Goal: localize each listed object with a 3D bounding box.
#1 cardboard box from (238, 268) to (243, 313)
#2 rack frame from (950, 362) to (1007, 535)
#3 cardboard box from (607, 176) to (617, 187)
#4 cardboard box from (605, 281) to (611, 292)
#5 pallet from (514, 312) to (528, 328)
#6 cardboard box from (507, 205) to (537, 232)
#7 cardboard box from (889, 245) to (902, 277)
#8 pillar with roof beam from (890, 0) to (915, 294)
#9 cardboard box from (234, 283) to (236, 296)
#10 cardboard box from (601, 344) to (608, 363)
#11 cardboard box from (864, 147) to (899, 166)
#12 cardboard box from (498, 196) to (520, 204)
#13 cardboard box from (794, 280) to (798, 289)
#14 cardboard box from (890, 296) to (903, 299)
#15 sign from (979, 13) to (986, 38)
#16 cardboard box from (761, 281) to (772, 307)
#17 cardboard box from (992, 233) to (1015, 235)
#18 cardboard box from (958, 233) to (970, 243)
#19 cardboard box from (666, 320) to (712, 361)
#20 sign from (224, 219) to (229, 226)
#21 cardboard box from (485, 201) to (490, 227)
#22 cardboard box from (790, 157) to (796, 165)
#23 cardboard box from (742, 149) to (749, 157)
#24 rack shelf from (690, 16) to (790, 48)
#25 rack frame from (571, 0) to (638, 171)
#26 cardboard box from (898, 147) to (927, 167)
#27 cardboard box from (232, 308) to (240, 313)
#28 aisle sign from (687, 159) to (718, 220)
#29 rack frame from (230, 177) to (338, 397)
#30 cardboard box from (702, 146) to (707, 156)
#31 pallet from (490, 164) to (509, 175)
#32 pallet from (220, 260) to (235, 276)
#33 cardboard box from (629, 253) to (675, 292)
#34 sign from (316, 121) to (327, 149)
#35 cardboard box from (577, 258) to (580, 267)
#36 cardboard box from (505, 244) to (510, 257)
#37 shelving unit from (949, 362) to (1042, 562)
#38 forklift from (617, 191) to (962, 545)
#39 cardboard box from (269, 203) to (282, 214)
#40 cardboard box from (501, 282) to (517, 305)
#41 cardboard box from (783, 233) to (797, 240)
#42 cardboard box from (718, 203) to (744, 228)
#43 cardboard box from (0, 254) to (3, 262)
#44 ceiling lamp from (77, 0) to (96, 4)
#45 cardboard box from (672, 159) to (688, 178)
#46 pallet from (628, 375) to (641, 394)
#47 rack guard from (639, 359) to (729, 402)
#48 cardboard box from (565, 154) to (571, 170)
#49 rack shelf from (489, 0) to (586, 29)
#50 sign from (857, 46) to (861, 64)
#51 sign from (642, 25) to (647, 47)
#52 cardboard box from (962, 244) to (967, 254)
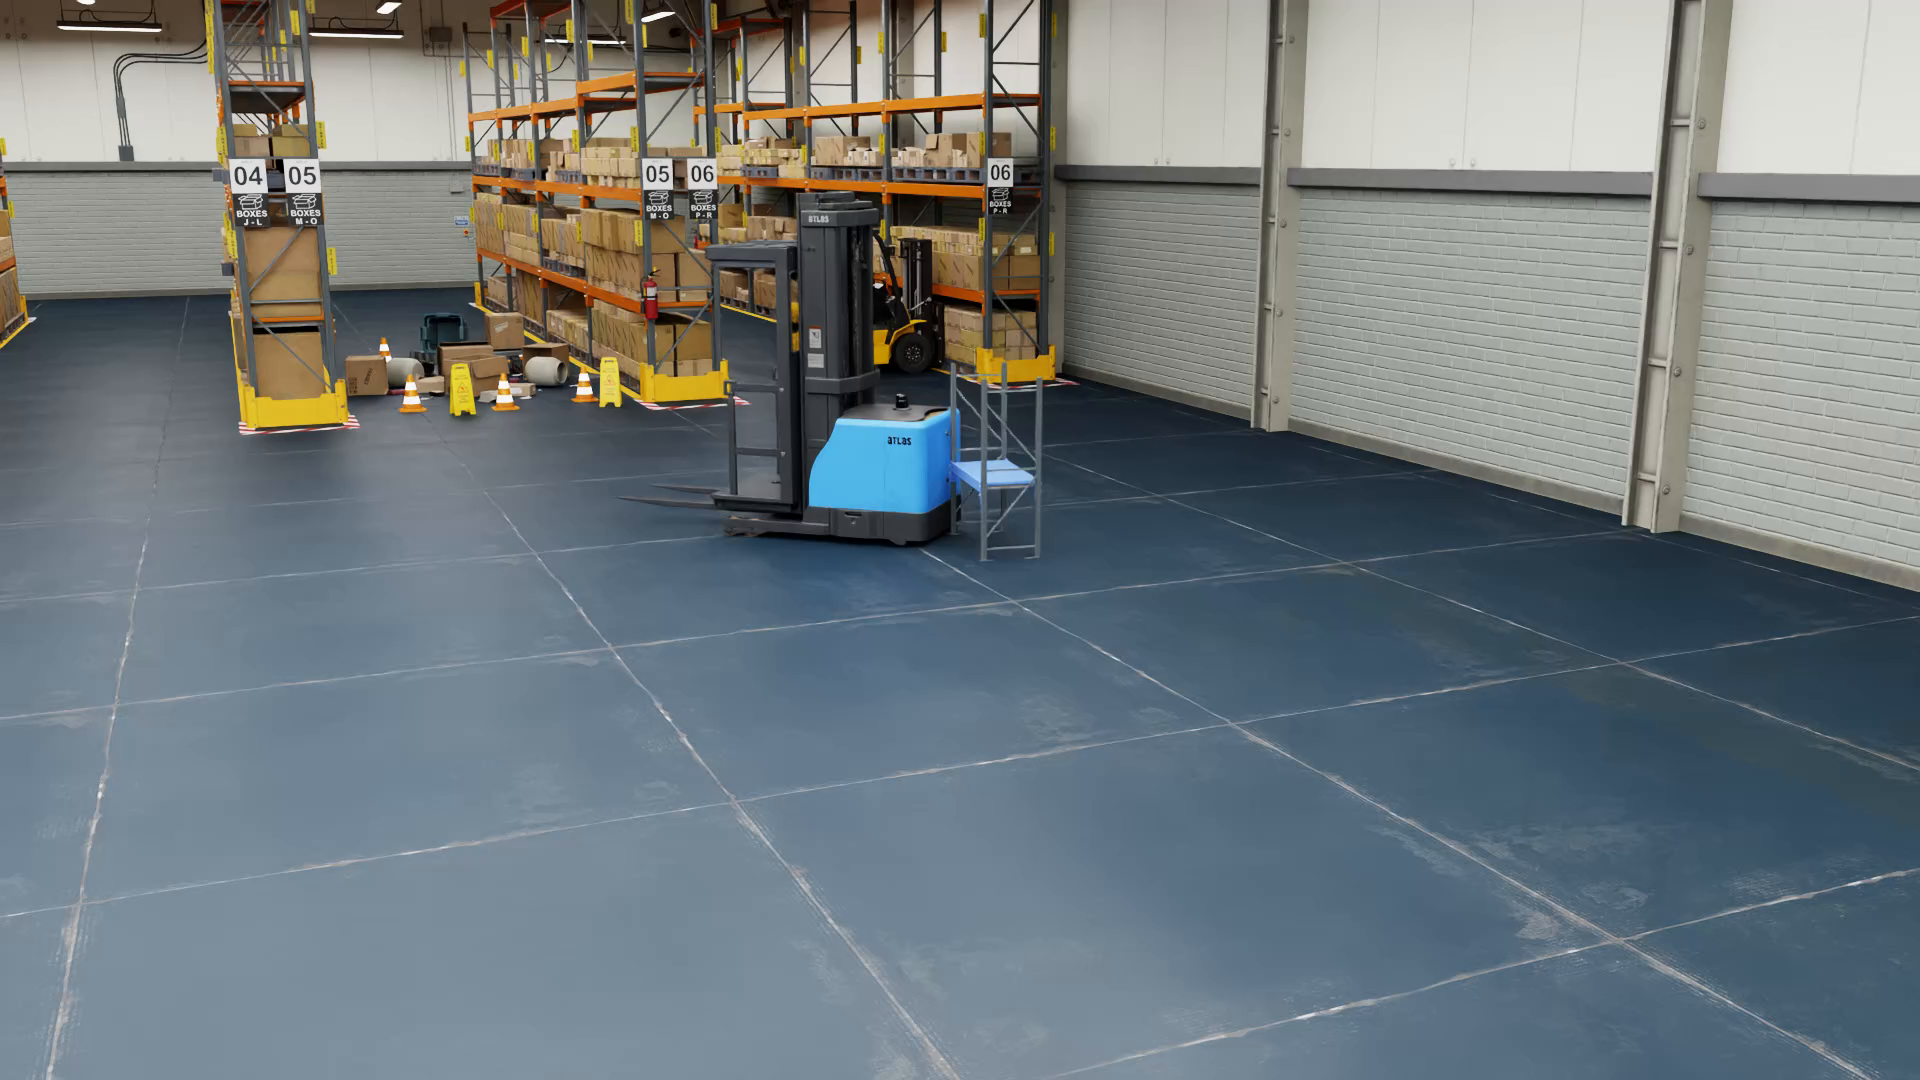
[{"bbox_3d":[-8.651,-3.170,21.083,0.875,0.550,0.550,-6,14,-23],"label":"cardboard box"},{"bbox_3d":[0.163,-0.788,14.449,0.500,1.500,0.032,-3,13,-14],"label":"rack frame"},{"bbox_3d":[-4.781,-5.082,23.579,0.380,0.149,0.250,-6,14,-24],"label":"cardboard box"},{"bbox_3d":[-4.992,-3.726,24.373,0.380,0.149,0.250,-6,14,-23],"label":"cardboard box"},{"bbox_3d":[-8.154,-4.349,32.693,1.003,0.211,1.213,-6,14,-23],"label":"pallet"},{"bbox_3d":[-8.391,-6.177,31.965,0.500,0.500,0.500,-6,14,-23],"label":"cardboard box"},{"bbox_3d":[-0.843,-4.590,27.327,0.500,0.500,0.500,-6,14,-25],"label":"cardboard box"},{"bbox_3d":[-4.980,-7.829,28.239,9.100,9.000,0.400,-6,14,-23],"label":"pillar with roof beam"},{"bbox_3d":[-12.974,-4.568,30.403,0.500,0.250,0.500,-6,14,-25],"label":"cardboard box"},{"bbox_3d":[-5.115,-2.817,25.055,0.500,0.250,0.500,-5,14,-20],"label":"cardboard box"},{"bbox_3d":[-1.295,-6.455,28.001,0.500,0.311,0.500,-6,14,-25],"label":"cardboard box"},{"bbox_3d":[-8.948,-6.747,32.991,0.380,0.149,0.250,-6,14,-24],"label":"cardboard box"},{"bbox_3d":[-3.016,-4.977,32.395,0.380,0.149,0.250,-6,14,-25],"label":"cardboard box"},{"bbox_3d":[-0.875,-3.880,27.432,0.500,0.250,0.500,-6,14,-24],"label":"cardboard box"},{"bbox_3d":[0.318,-7.200,23.276,0.100,0.325,0.005,-6,14,-23],"label":"sign"},{"bbox_3d":[-3.776,-5.067,34.221,0.500,0.500,0.500,-6,14,-24],"label":"cardboard box"},{"bbox_3d":[0.689,-4.539,25.008,0.380,0.149,0.250,-5,14,-22],"label":"cardboard box"},{"bbox_3d":[0.196,-4.553,25.068,0.380,0.149,0.250,-6,14,-23],"label":"cardboard box"},{"bbox_3d":[-3.805,-2.808,23.353,0.500,0.500,0.500,-6,14,-25],"label":"cardboard box"},{"bbox_3d":[-13.522,-5.763,30.699,0.100,0.325,0.005,-6,14,-23],"label":"sign"},{"bbox_3d":[-9.576,-6.783,34.585,0.500,0.500,0.500,-6,14,-23],"label":"cardboard box"},{"bbox_3d":[-3.054,-7.276,31.952,0.380,0.149,0.250,-6,14,-23],"label":"cardboard box"},{"bbox_3d":[-4.268,-7.945,34.138,0.380,0.149,0.250,-5,14,-21],"label":"cardboard box"},{"bbox_3d":[-4.787,-10.914,35.793,1.077,0.370,4.000,-6,14,-23],"label":"rack shelf"},{"bbox_3d":[-5.328,-7.130,25.220,1.000,3.000,0.127,-6,14,-23],"label":"rack frame"},{"bbox_3d":[-0.671,-6.134,26.612,0.500,0.311,0.500,-5,14,-22],"label":"cardboard box"},{"bbox_3d":[-10.537,-3.168,25.462,1.050,0.750,0.750,-6,14,-23],"label":"cardboard box"},{"bbox_3d":[-3.417,-4.663,22.098,0.394,0.787,0.004,-6,14,-23],"label":"aisle sign"},{"bbox_3d":[-8.221,-2.913,20.304,1.000,3.000,0.127,-6,14,-23],"label":"rack frame"},{"bbox_3d":[-5.454,-8.691,37.182,0.500,0.250,0.500,-6,14,-23],"label":"cardboard box"},{"bbox_3d":[-8.851,-7.448,33.444,1.003,0.211,1.213,-6,14,-23],"label":"pallet"},{"bbox_3d":[-11.808,-4.610,28.061,1.213,0.211,1.003,-6,14,-23],"label":"pallet"},{"bbox_3d":[-4.196,-3.662,22.658,0.500,0.500,0.500,-6,14,-24],"label":"cardboard box"},{"bbox_3d":[-7.710,-4.888,20.069,0.100,0.325,0.005,-6,14,-23],"label":"sign"},{"bbox_3d":[-5.877,-4.427,26.471,0.380,0.149,0.250,-6,14,-25],"label":"cardboard box"},{"bbox_3d":[-8.598,-5.672,32.559,0.500,0.250,0.500,-6,14,-24],"label":"cardboard box"},{"bbox_3d":[0.290,-0.677,13.970,0.538,1.500,1.048,-3,13,-14],"label":"shelving unit"},{"bbox_3d":[-1.560,-1.558,14.603,3.031,2.935,1.130,4,14,18],"label":"forklift"},{"bbox_3d":[-12.985,-6.188,31.356,0.500,0.500,0.500,-5,14,-22],"label":"cardboard box"},{"bbox_3d":[-9.045,-5.141,34.680,0.875,0.438,0.875,-6,14,-25],"label":"cardboard box"},{"bbox_3d":[-3.103,-5.803,32.192,0.500,0.250,0.500,-6,14,-26],"label":"cardboard box"},{"bbox_3d":[-5.052,-7.145,36.598,0.500,0.500,0.500,-5,14,-22],"label":"cardboard box"},{"bbox_3d":[-17.946,-5.202,30.749,0.380,0.149,0.250,-5,14,-22],"label":"cardboard box"},{"bbox_3d":[-14.753,-10.808,28.166,0.800,3.185,2.000,-6,14,-23],"label":"ceiling lamp"},{"bbox_3d":[-3.683,-5.042,22.524,0.500,0.250,0.500,-6,14,-24],"label":"cardboard box"},{"bbox_3d":[-4.049,-2.209,23.447,1.003,0.211,1.213,-6,14,-23],"label":"pallet"},{"bbox_3d":[-3.756,-2.179,22.675,1.175,0.500,0.348,-6,14,-23],"label":"rack guard"},{"bbox_3d":[-6.096,-6.118,26.902,0.500,0.250,0.500,-5,14,-22],"label":"cardboard box"},{"bbox_3d":[-7.731,-9.638,30.282,1.077,0.370,4.000,-6,14,-23],"label":"rack shelf"},{"bbox_3d":[-1.877,-8.989,30.828,0.100,0.325,0.005,-6,14,-23],"label":"sign"},{"bbox_3d":[-4.823,-7.669,25.301,0.100,0.325,0.005,-6,14,-23],"label":"sign"},{"bbox_3d":[0.248,-4.350,24.854,0.380,0.149,0.250,-5,14,-22],"label":"cardboard box"}]
